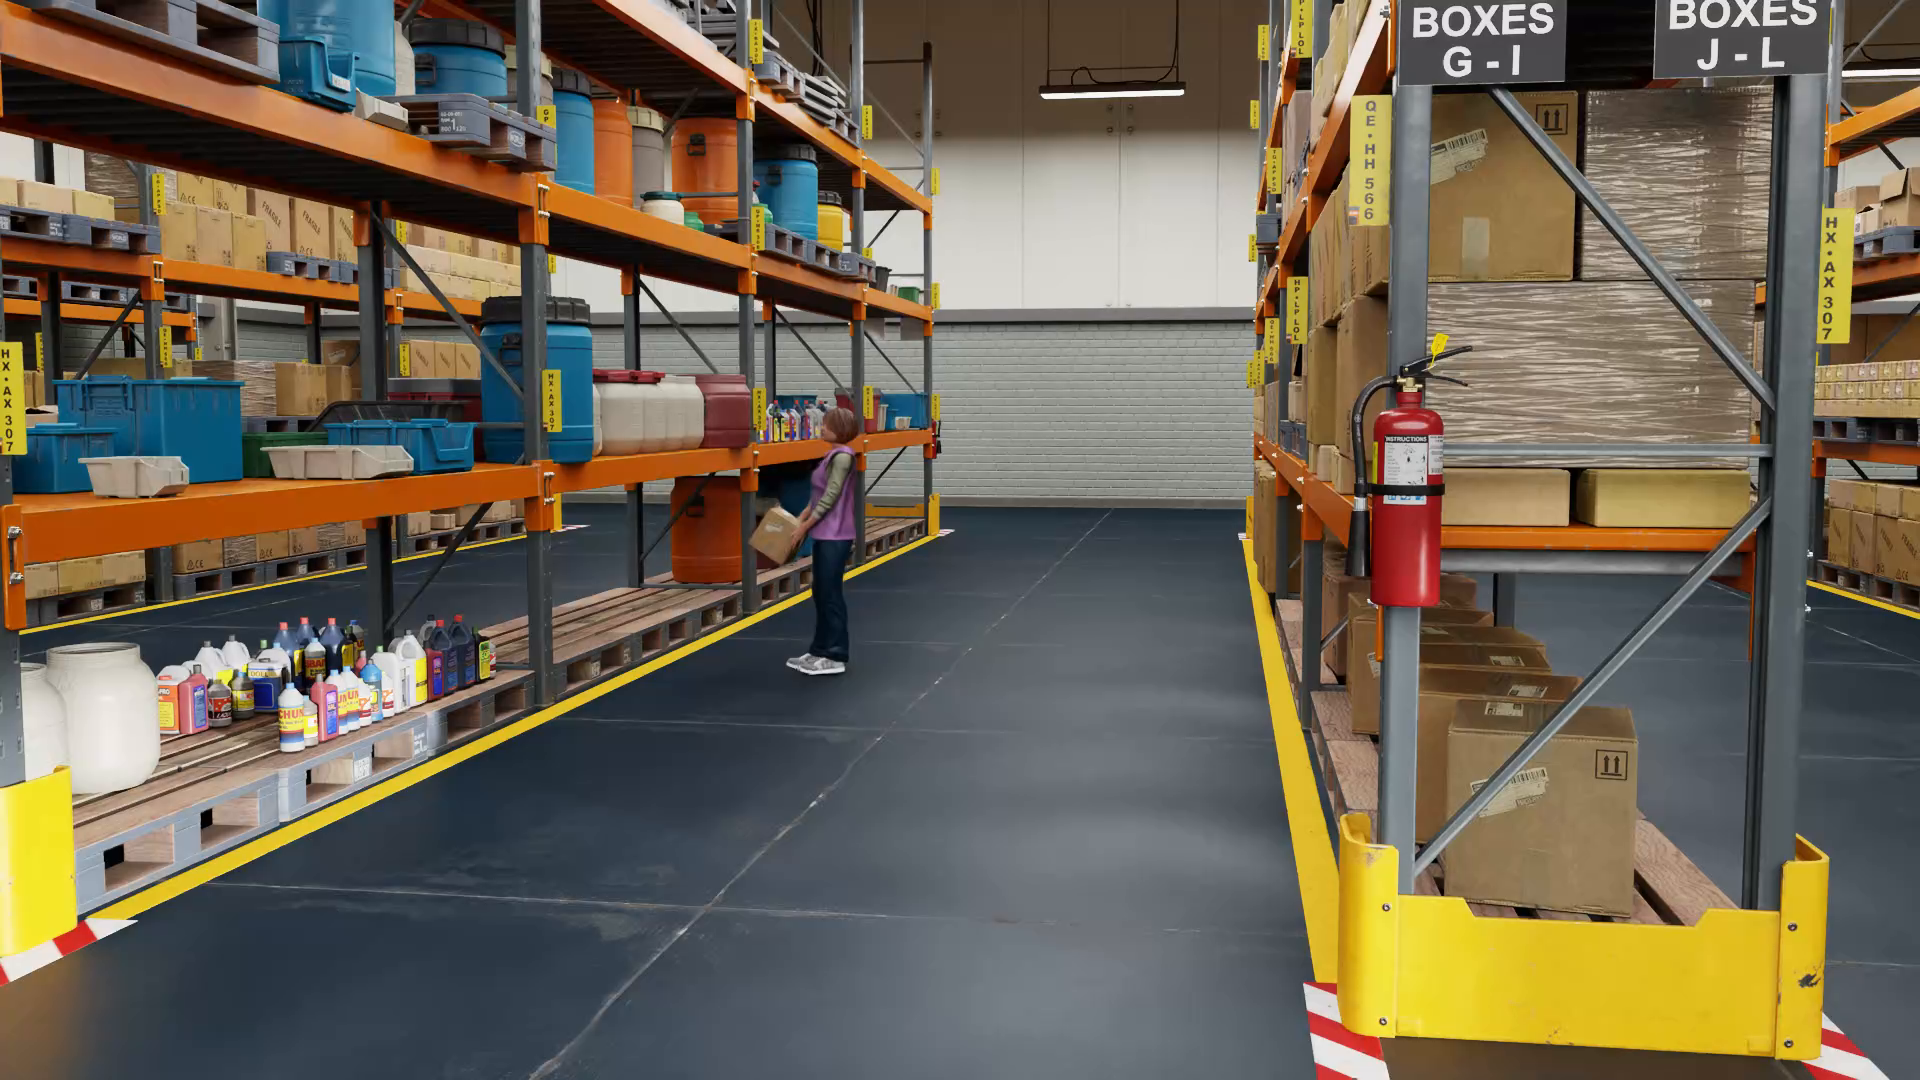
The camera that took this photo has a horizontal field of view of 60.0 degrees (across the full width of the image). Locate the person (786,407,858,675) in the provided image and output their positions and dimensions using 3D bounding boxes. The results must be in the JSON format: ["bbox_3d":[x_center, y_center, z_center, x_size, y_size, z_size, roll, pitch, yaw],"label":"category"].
[{"bbox_3d":[-0.830,0.005,9.996,0.439,1.600,0.478,-1,5,-12],"label":"person"}]
